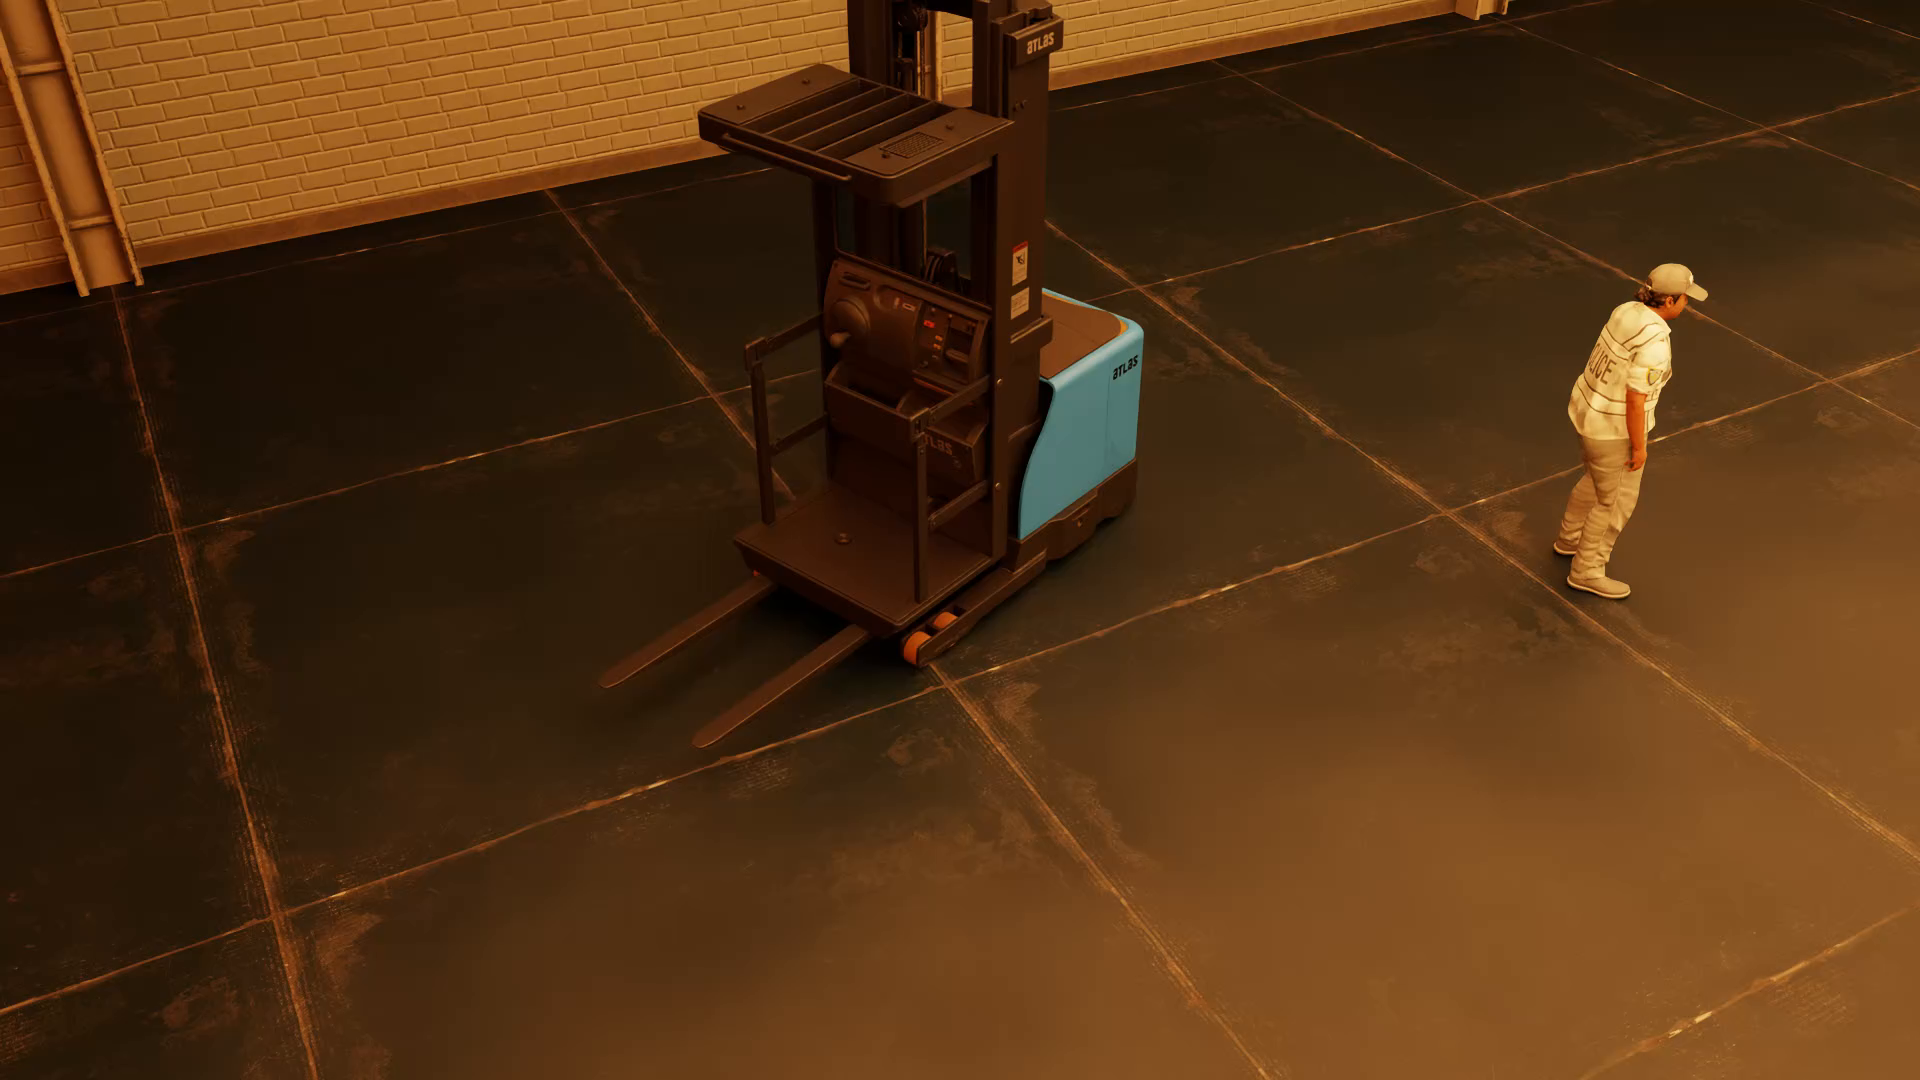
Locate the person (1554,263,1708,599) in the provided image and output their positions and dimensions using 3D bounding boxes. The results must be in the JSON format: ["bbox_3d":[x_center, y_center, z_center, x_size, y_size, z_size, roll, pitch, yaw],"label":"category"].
[{"bbox_3d":[3.185,-0.546,7.994,0.471,1.665,0.562,1,35,2],"label":"person"}]

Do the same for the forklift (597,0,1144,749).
[{"bbox_3d":[-0.390,-0.927,7.434,1.130,2.935,3.031,26,43,31],"label":"forklift"}]
